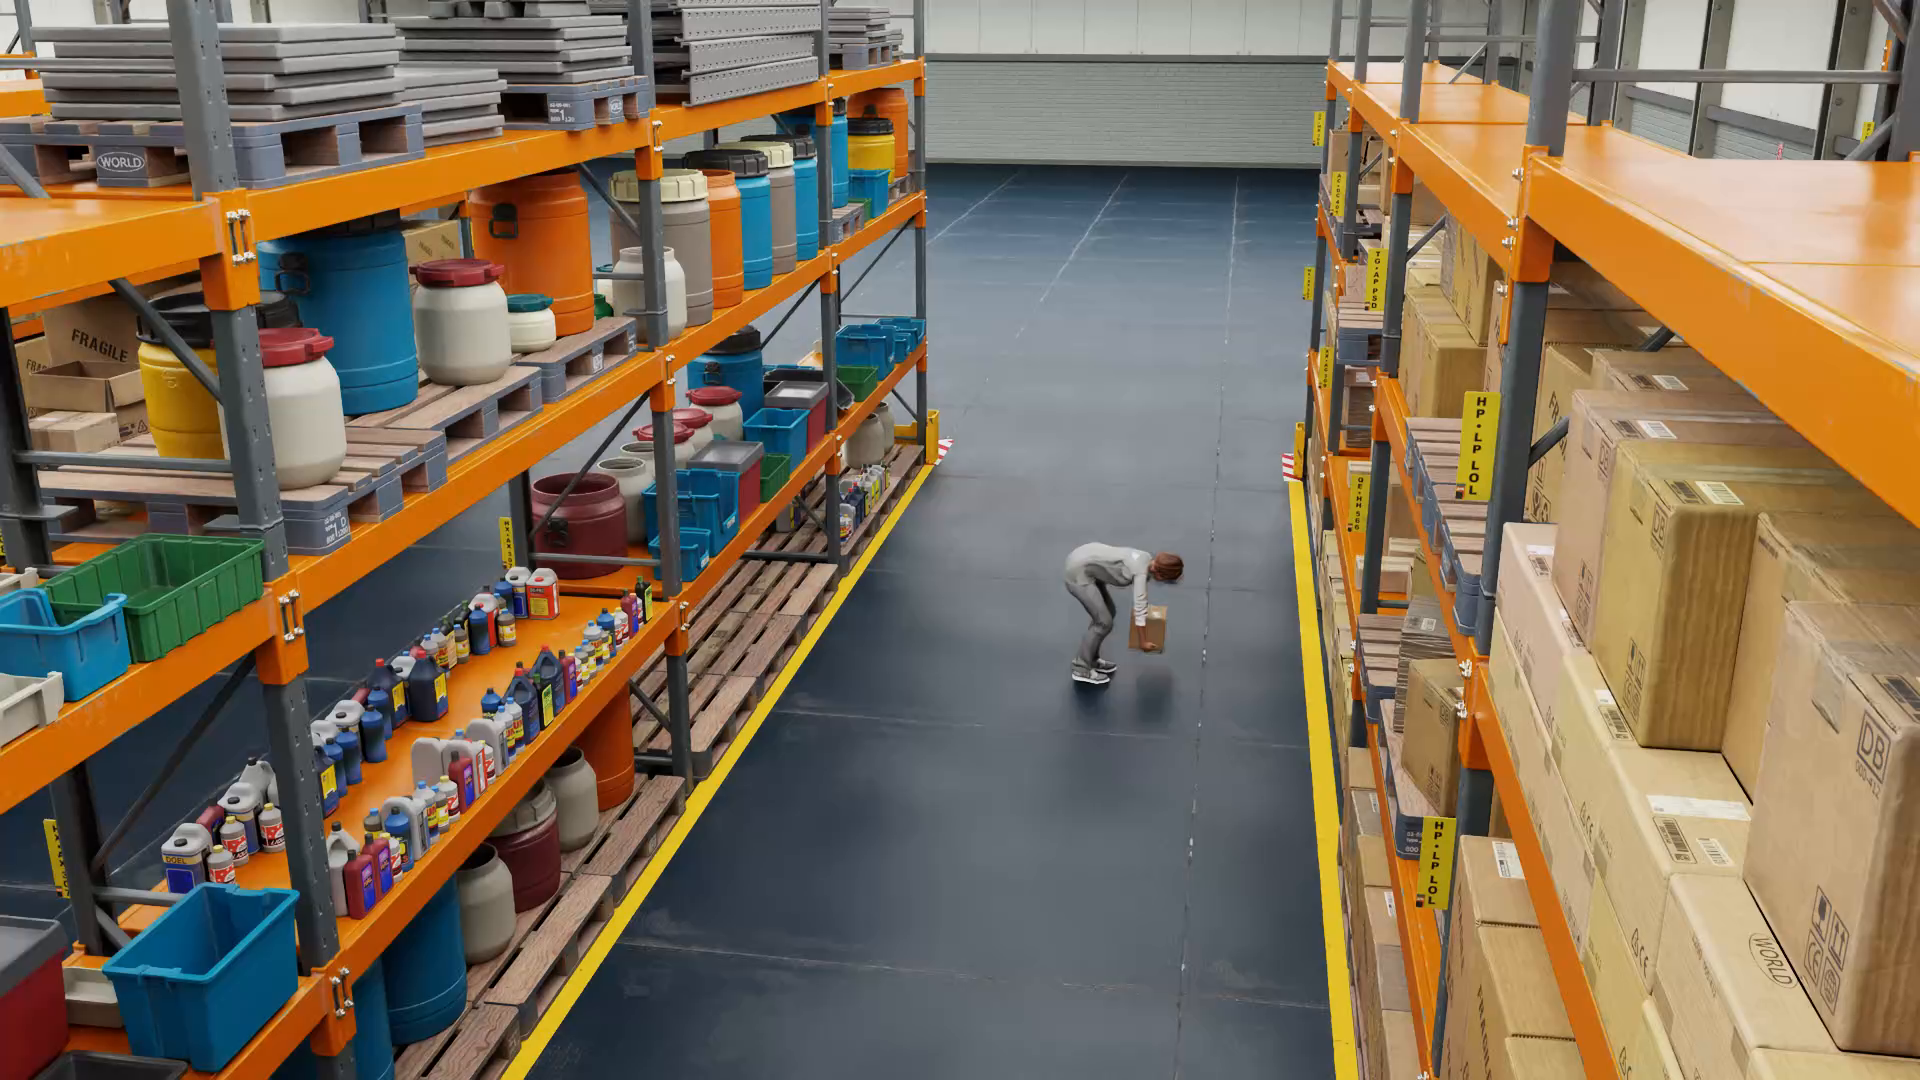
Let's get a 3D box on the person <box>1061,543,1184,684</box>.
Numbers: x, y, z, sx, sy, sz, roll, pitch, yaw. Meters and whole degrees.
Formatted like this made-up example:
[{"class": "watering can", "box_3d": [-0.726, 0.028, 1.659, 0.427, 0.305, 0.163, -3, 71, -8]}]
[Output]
[{"class": "person", "box_3d": [1.153, 0.524, 11.935, 0.871, 1.001, 0.392, 2, 18, 7]}]
